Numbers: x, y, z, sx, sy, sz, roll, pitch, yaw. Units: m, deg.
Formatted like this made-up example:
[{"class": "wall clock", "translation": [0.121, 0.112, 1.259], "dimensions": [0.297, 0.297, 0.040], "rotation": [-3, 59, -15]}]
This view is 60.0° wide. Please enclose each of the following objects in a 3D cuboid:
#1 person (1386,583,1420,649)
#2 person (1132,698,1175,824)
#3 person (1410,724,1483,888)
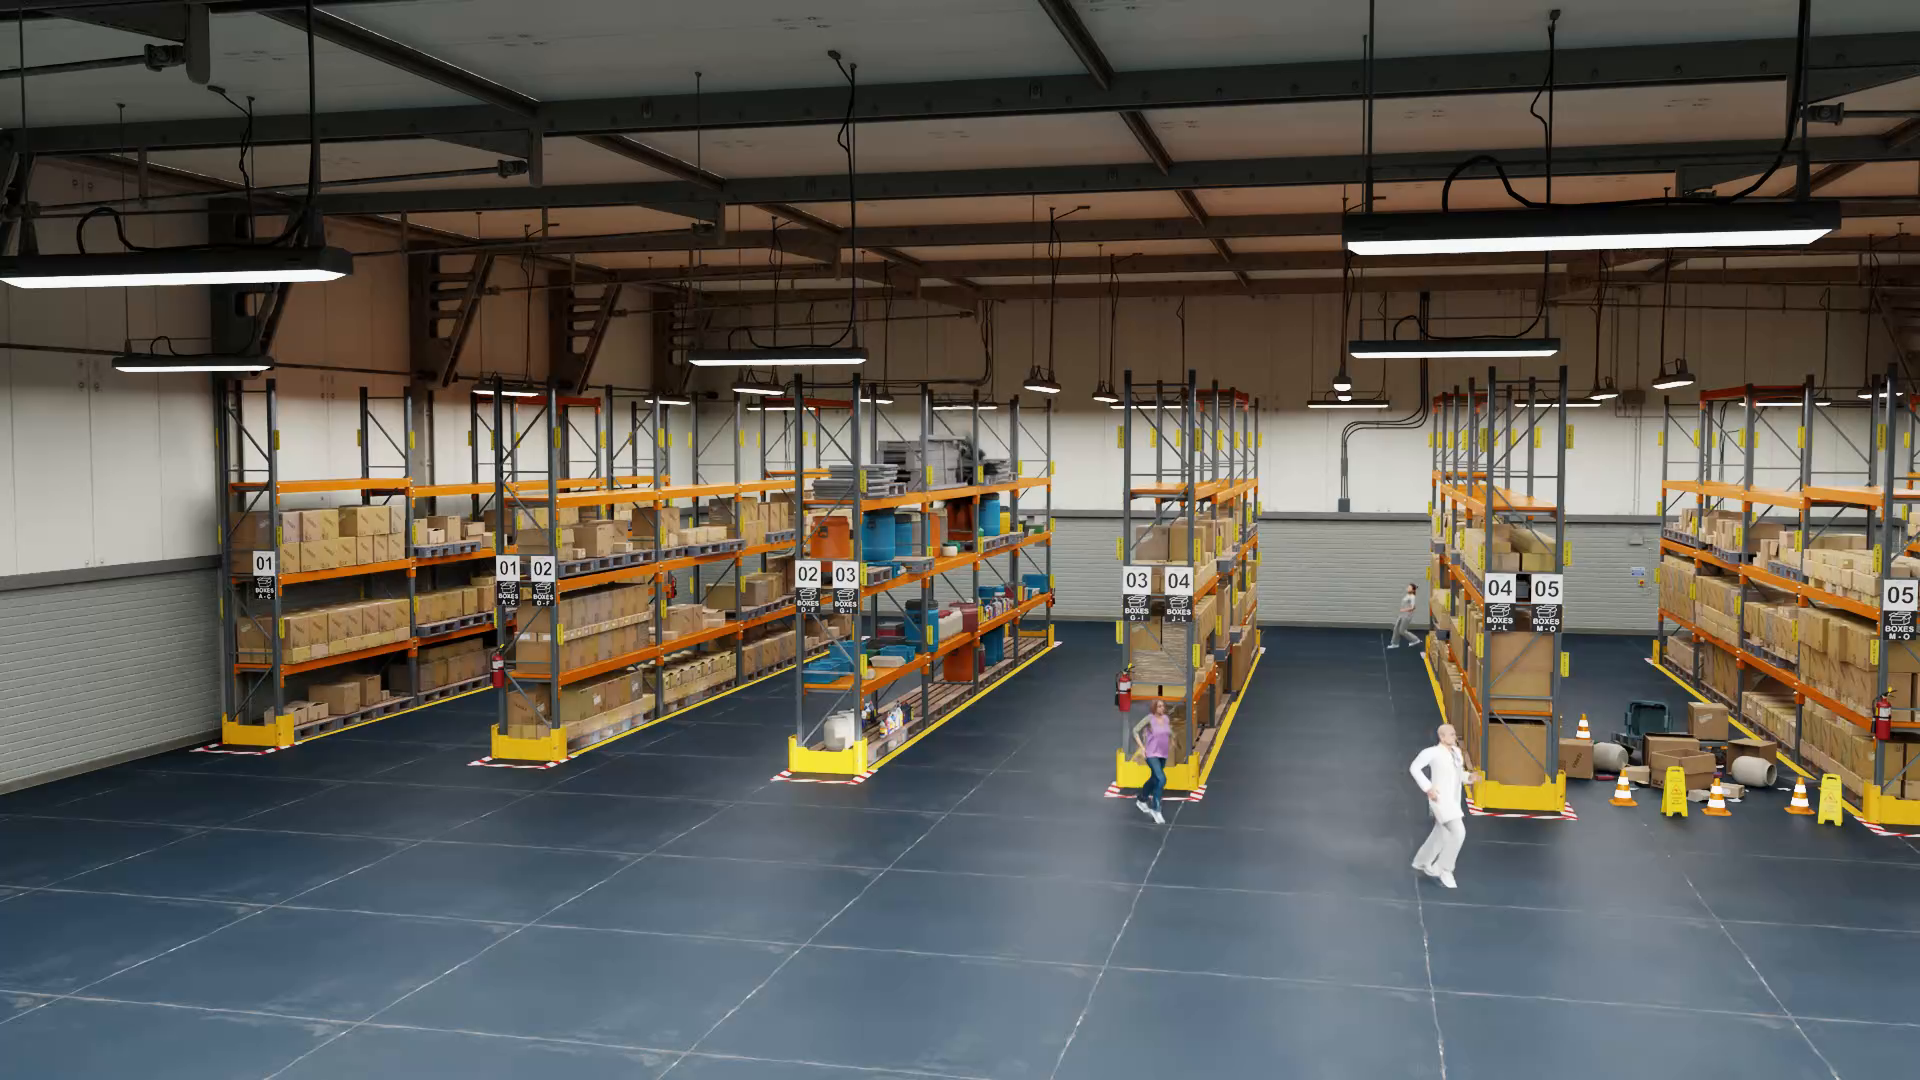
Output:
[{"class": "person", "translation": [10.604, 1.827, 39.631], "dimensions": [0.771, 1.618, 0.677], "rotation": [0, 3, 6]}, {"class": "person", "translation": [2.567, 2.888, 21.944], "dimensions": [0.497, 1.642, 0.706], "rotation": [-2, 4, -36]}, {"class": "person", "translation": [5.487, 2.998, 18.804], "dimensions": [0.824, 1.832, 0.680], "rotation": [3, 5, 44]}]
